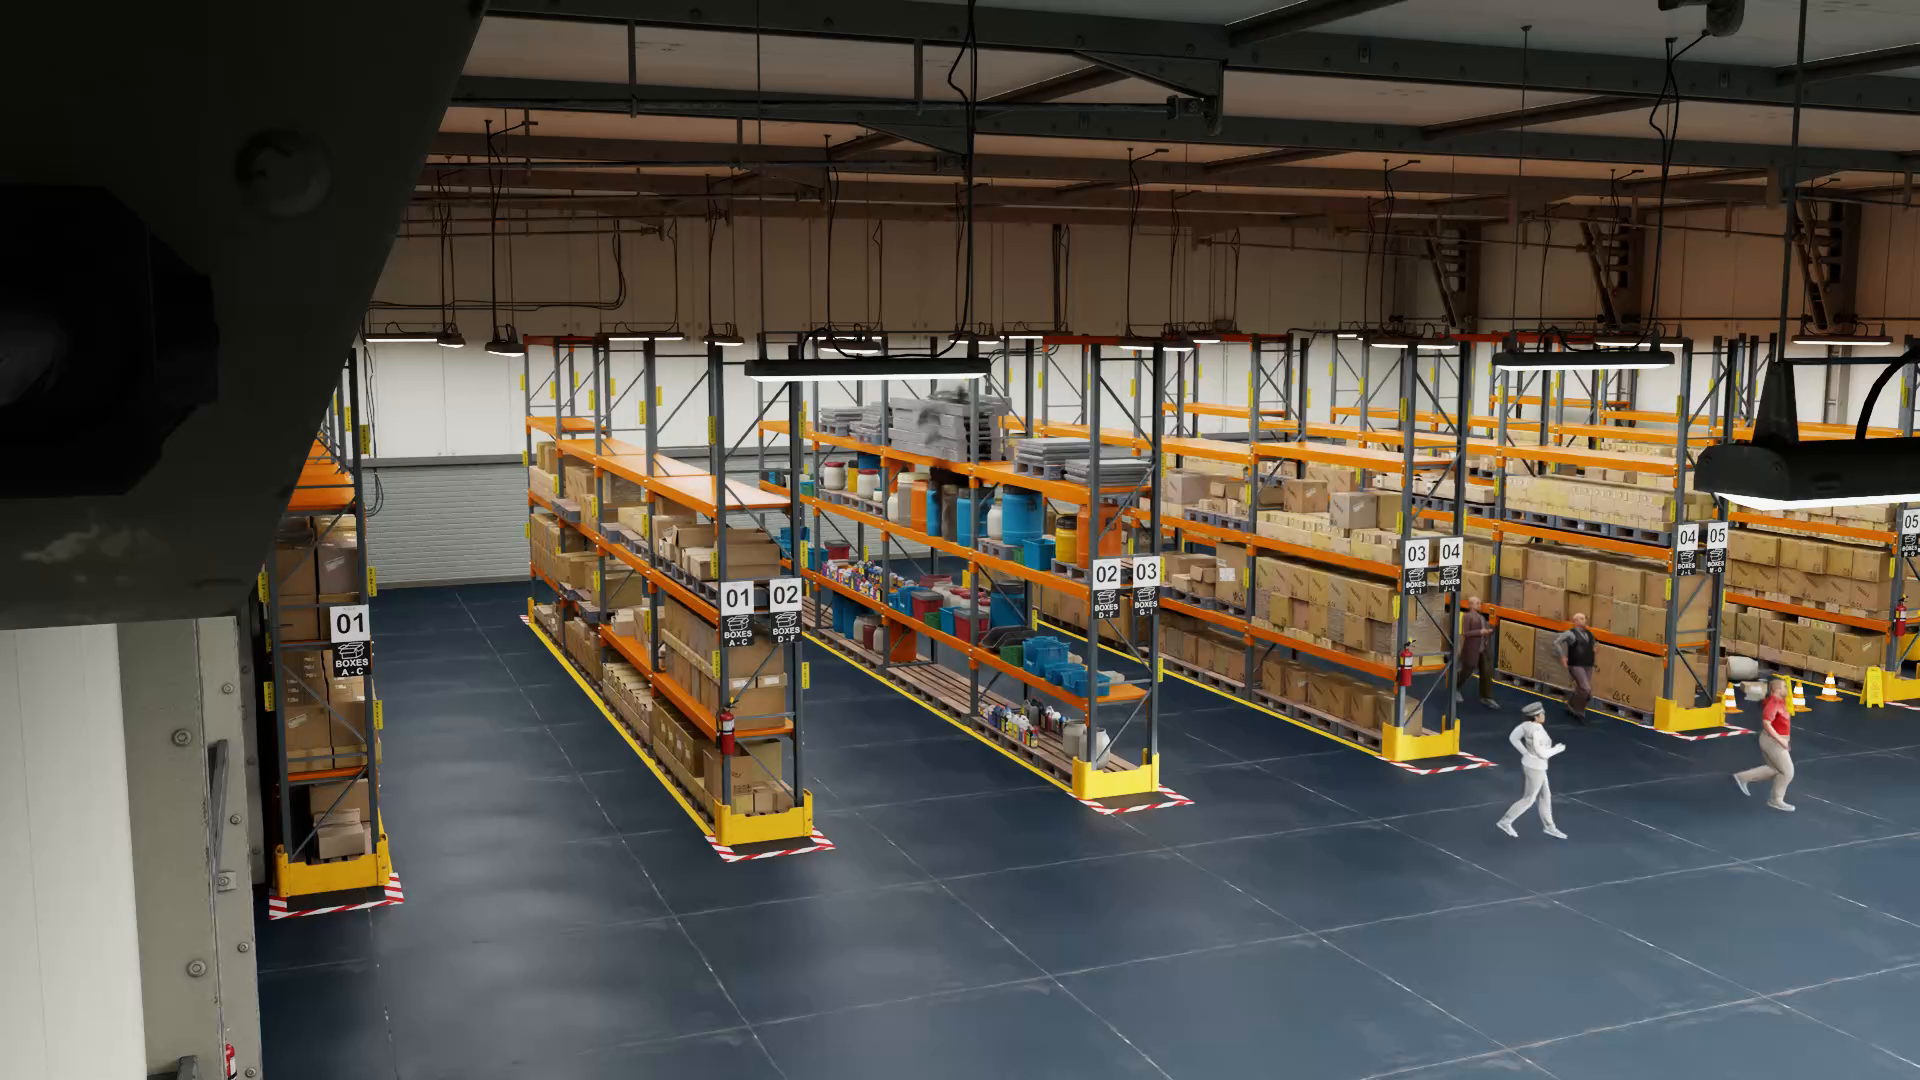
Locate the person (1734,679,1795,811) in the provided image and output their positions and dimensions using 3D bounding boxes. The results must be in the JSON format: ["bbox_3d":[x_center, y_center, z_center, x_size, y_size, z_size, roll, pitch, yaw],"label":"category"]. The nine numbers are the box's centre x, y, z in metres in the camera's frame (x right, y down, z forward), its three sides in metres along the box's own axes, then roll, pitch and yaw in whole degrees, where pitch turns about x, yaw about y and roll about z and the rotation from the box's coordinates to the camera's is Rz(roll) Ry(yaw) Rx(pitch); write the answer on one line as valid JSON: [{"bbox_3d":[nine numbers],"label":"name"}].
[{"bbox_3d":[10.496,2.640,21.620,0.734,1.699,0.684,3,8,20],"label":"person"}]

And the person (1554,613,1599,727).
[{"bbox_3d":[9.723,2.034,26.078,0.601,1.769,0.647,-4,9,-28],"label":"person"}]

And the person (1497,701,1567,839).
[{"bbox_3d":[6.966,2.792,20.158,0.852,1.708,0.605,1,8,7],"label":"person"}]

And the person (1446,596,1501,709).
[{"bbox_3d":[8.403,1.808,27.168,0.698,1.791,0.969,-6,9,-36],"label":"person"}]
